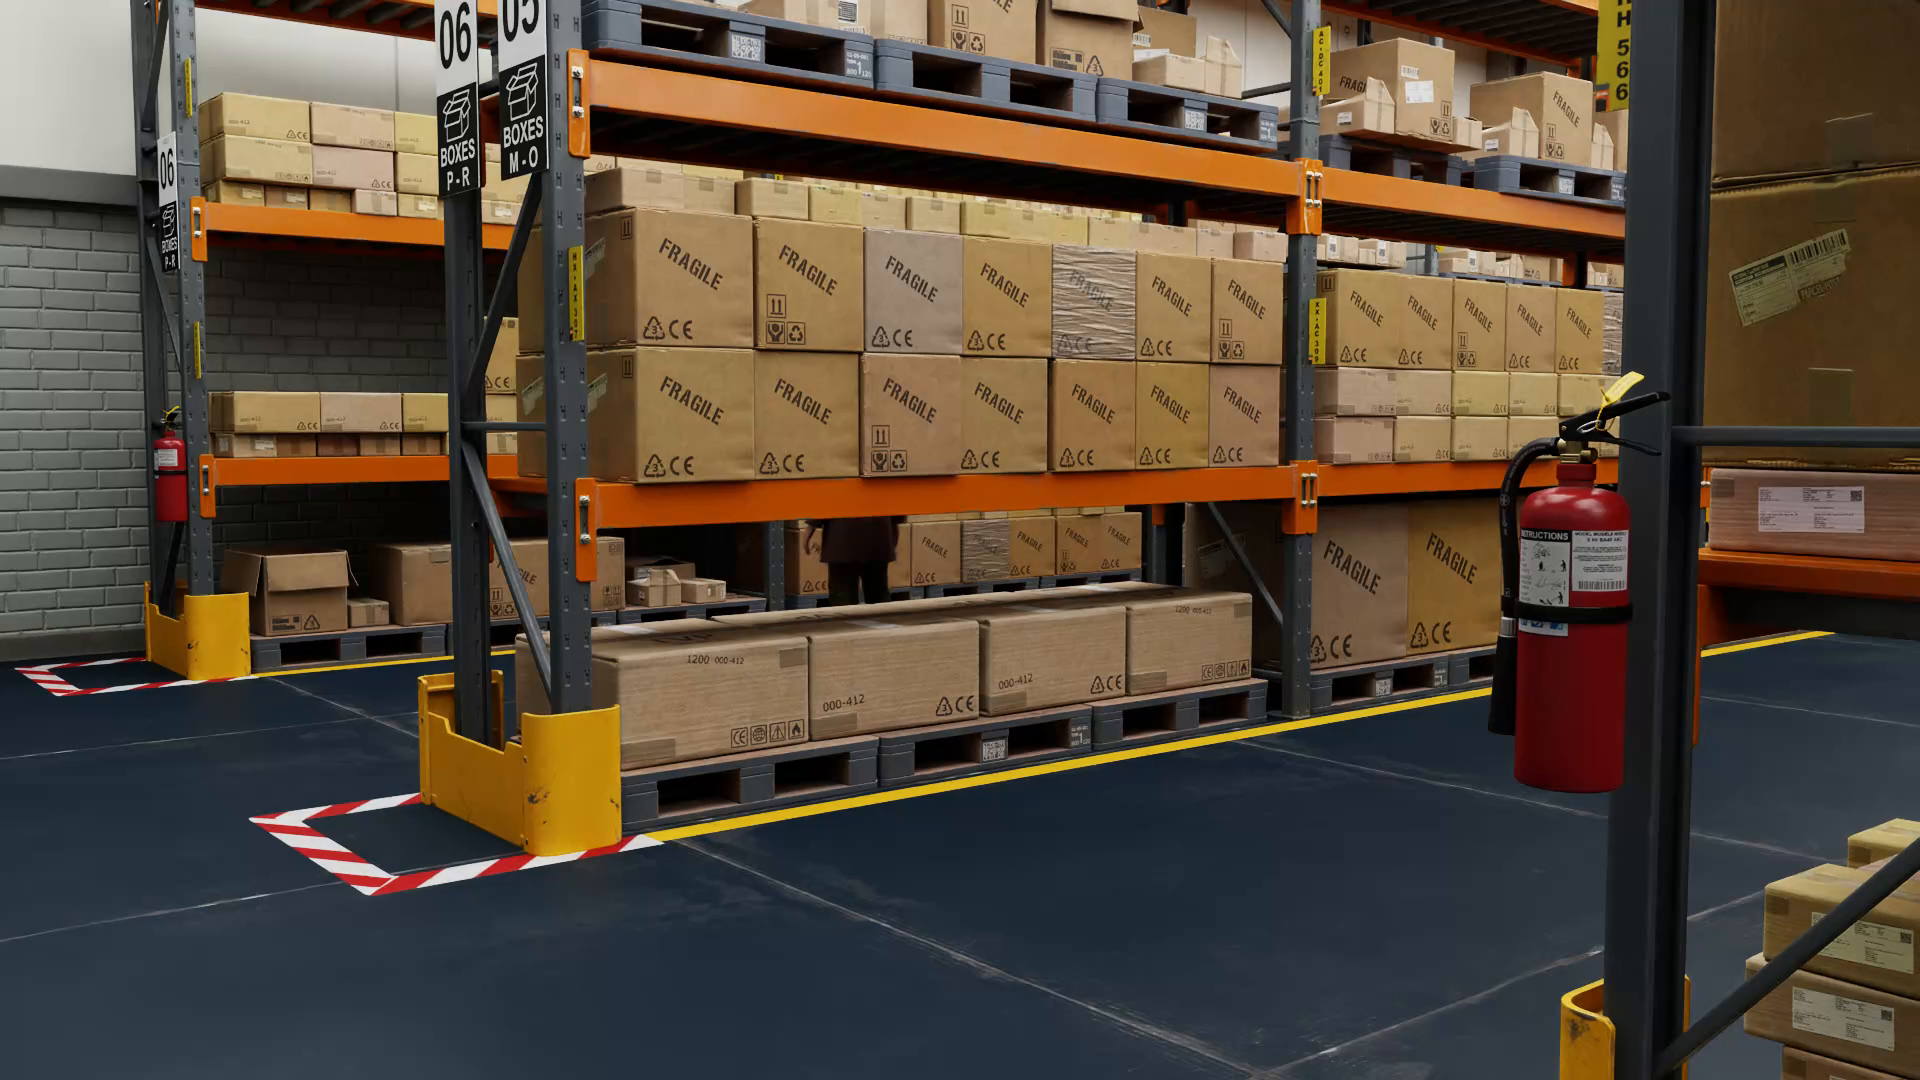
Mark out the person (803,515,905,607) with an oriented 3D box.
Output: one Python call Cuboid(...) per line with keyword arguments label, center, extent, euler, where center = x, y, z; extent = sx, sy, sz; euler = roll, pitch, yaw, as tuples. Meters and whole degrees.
Cuboid(label="person", center=(-0.627, -0.066, 9.776), extent=(0.640, 1.818, 0.411), euler=(-3, 5, -38))
